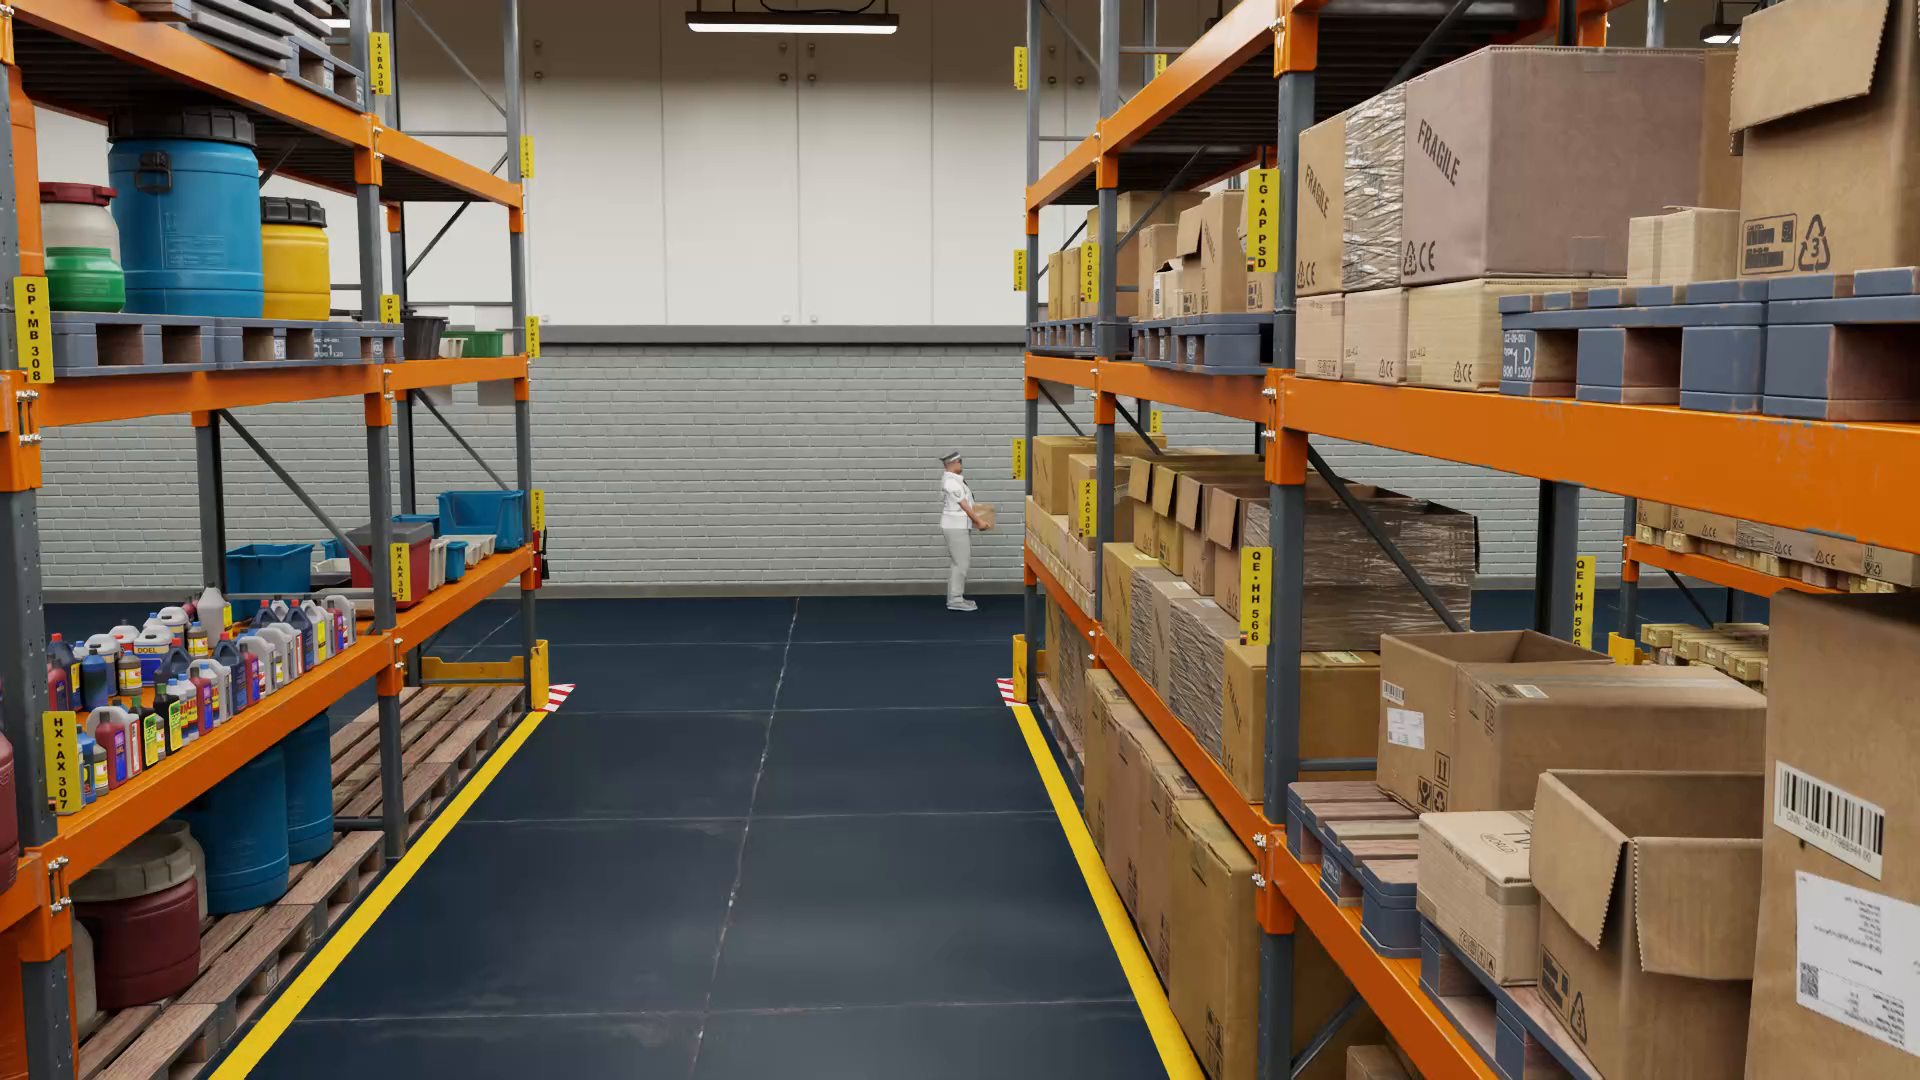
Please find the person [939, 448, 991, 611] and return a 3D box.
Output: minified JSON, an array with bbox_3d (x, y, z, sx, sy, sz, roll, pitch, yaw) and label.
[{"bbox_3d":[0.050,-0.125,18.211,0.565,1.761,0.494,0,7,-3],"label":"person"}]
